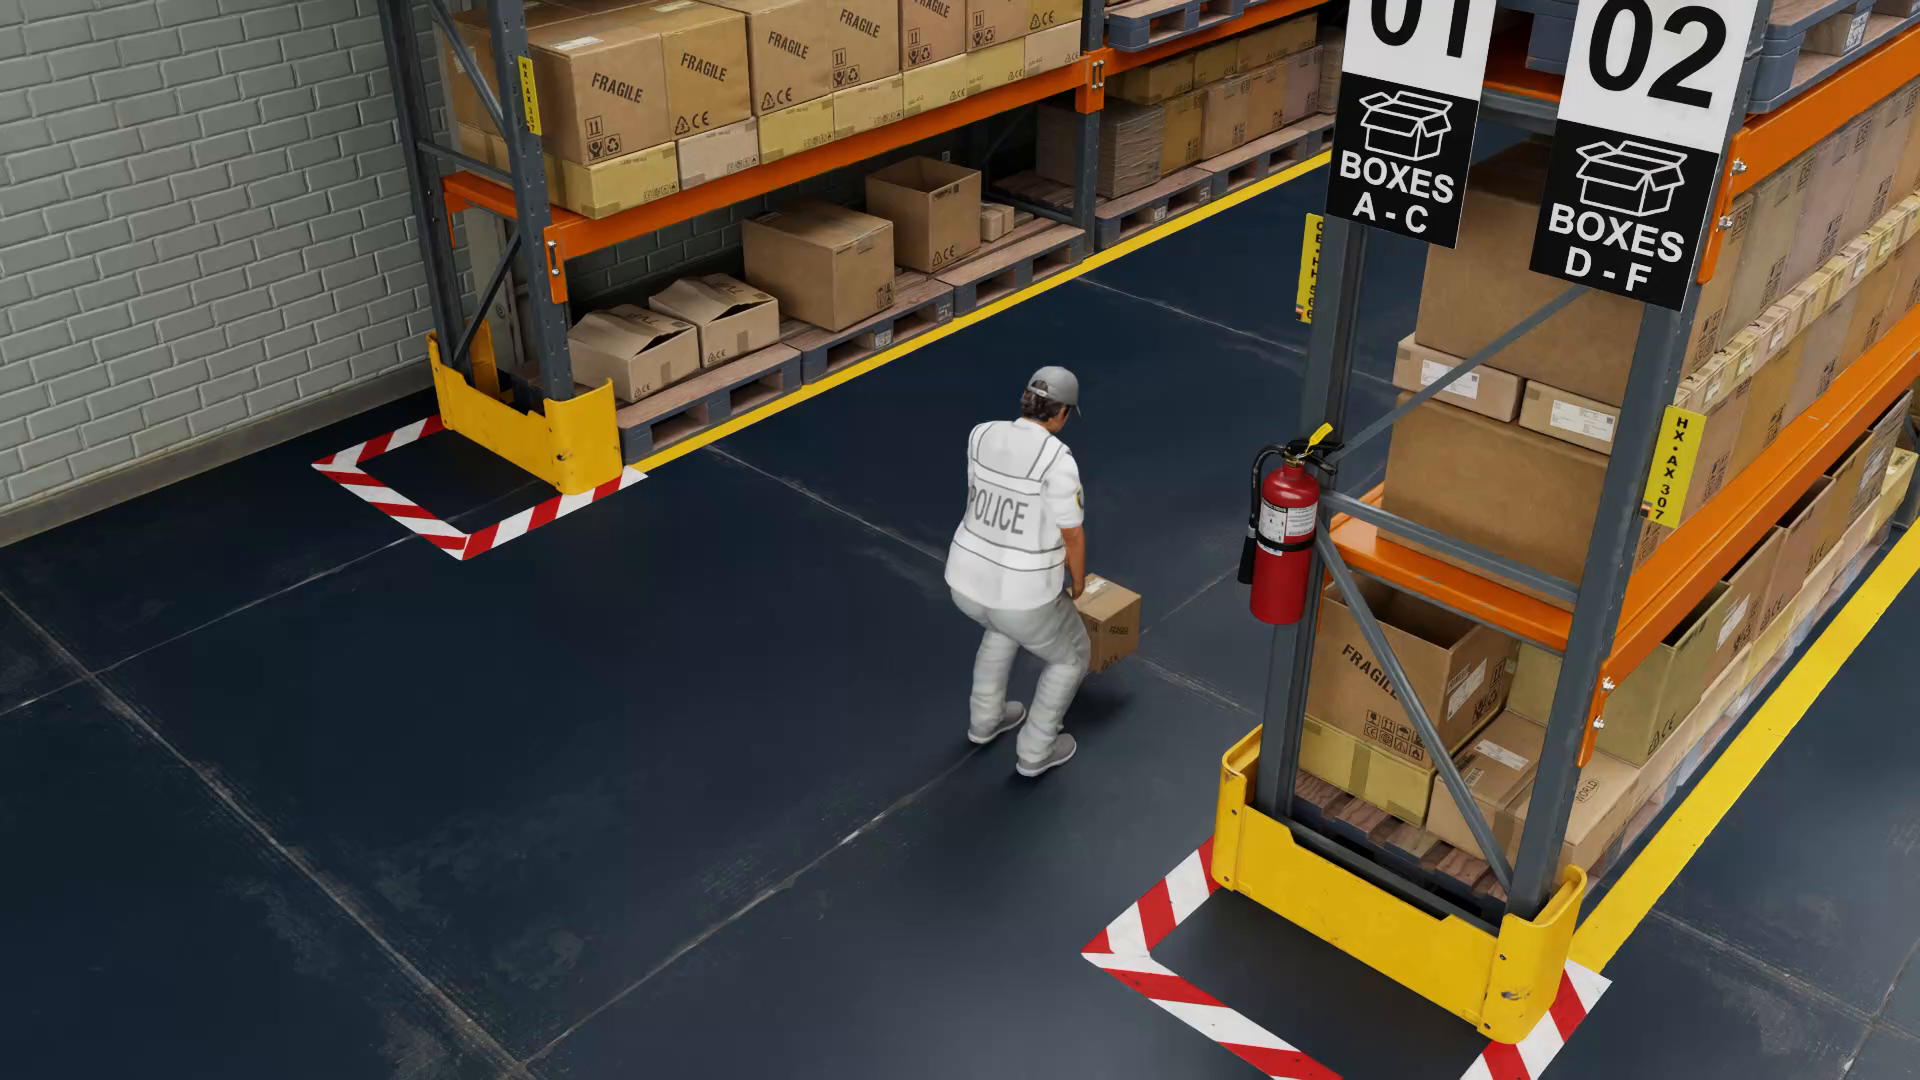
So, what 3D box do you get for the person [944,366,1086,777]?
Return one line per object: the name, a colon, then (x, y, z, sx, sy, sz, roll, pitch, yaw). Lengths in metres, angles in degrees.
person: (0.218, 0.121, 6.067, 0.519, 1.541, 0.591, 26, 40, 36)
